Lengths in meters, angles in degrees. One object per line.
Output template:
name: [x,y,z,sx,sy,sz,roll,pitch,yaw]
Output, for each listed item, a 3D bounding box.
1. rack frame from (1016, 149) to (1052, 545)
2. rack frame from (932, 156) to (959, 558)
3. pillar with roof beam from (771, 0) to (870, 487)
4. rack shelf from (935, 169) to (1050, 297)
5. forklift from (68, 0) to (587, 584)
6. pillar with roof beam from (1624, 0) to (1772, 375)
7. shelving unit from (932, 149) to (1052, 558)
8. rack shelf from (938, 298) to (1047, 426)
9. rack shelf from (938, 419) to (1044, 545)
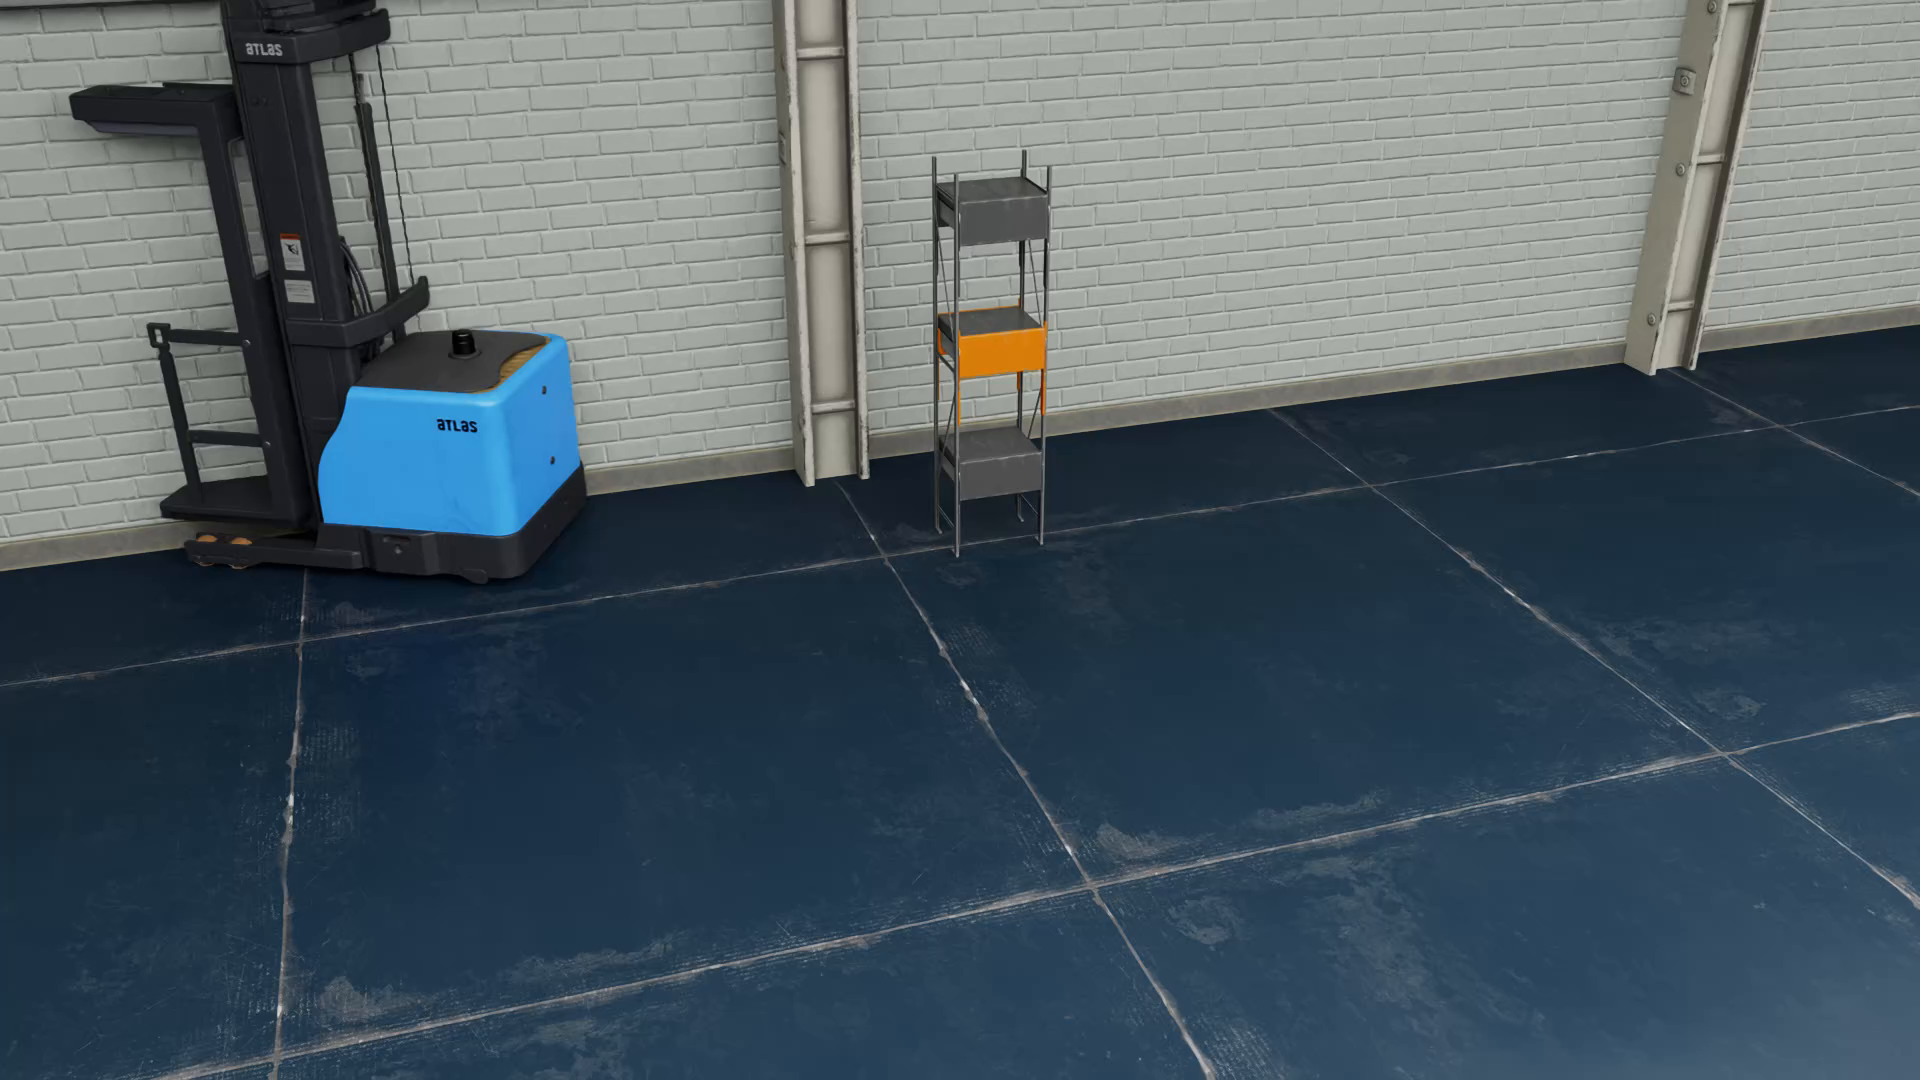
rack frame: [0.389,-0.997,8.897,0.015,2.100,0.400,-8,28,-16]
rack frame: [-0.075,-0.930,8.761,0.015,2.100,0.400,-8,28,-16]
pillar with roof beam: [0.556,-2.620,4.407,0.400,9.000,9.100,-8,28,-16]
rack shelf: [0.157,-1.578,8.524,0.480,0.518,0.431,-8,28,-16]
forklift: [-3.699,-1.382,8.737,3.031,2.935,1.130,4,27,9]
pillar with roof beam: [6.261,-3.446,6.072,0.400,9.000,9.100,-8,28,-16]
shelving unit: [0.157,-0.963,8.829,0.503,2.100,0.431,-8,28,-16]
rack shelf: [0.157,-0.951,8.835,0.480,0.518,0.431,-8,28,-16]
rack shelf: [0.157,-0.324,9.146,0.480,0.518,0.431,-8,28,-16]
